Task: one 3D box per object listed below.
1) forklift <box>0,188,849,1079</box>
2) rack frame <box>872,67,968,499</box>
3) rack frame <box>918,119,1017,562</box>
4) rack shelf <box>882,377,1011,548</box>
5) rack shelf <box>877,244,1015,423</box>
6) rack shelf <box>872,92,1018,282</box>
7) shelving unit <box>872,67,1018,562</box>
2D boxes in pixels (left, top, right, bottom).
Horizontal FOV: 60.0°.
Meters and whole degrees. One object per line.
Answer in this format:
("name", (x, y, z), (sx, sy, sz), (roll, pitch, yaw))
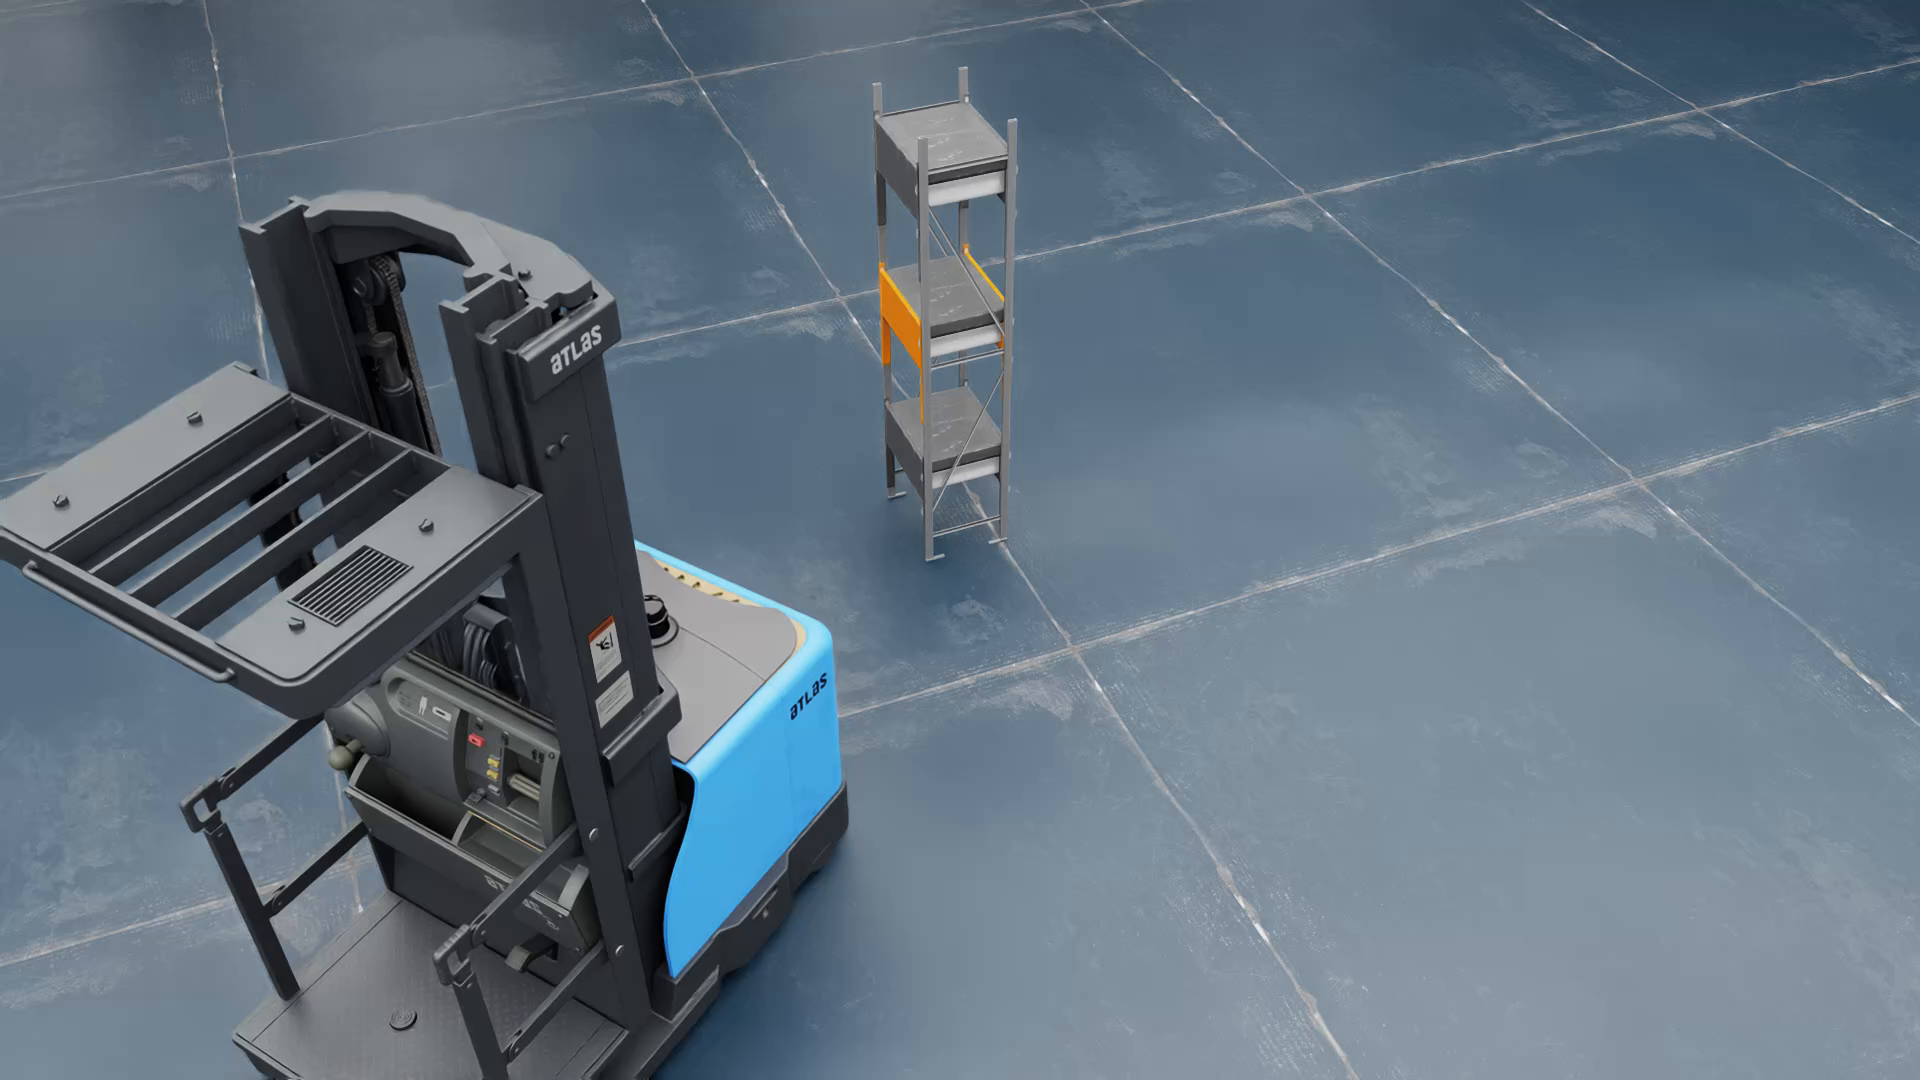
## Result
("forklift", (-1.619, 0.655, 4.659), (1.130, 2.935, 3.031), (22, 45, 23))
("rack frame", (-0.157, -1.043, 7.271), (0.400, 2.100, 0.015), (-15, 43, -17))
("rack frame", (0.030, -0.749, 6.929), (0.400, 2.100, 0.015), (-15, 43, -17))
("rack shelf", (-0.063, -0.355, 7.565), (0.431, 0.518, 0.480), (-15, 43, -17))
("rack shelf", (-0.063, -0.885, 7.109), (0.431, 0.518, 0.480), (-15, 43, -17))
("rack shelf", (-0.063, -1.416, 6.652), (0.431, 0.518, 0.480), (-15, 43, -17))
("shelving unit", (-0.063, -0.896, 7.100), (0.431, 2.100, 0.503), (-15, 43, -17))
